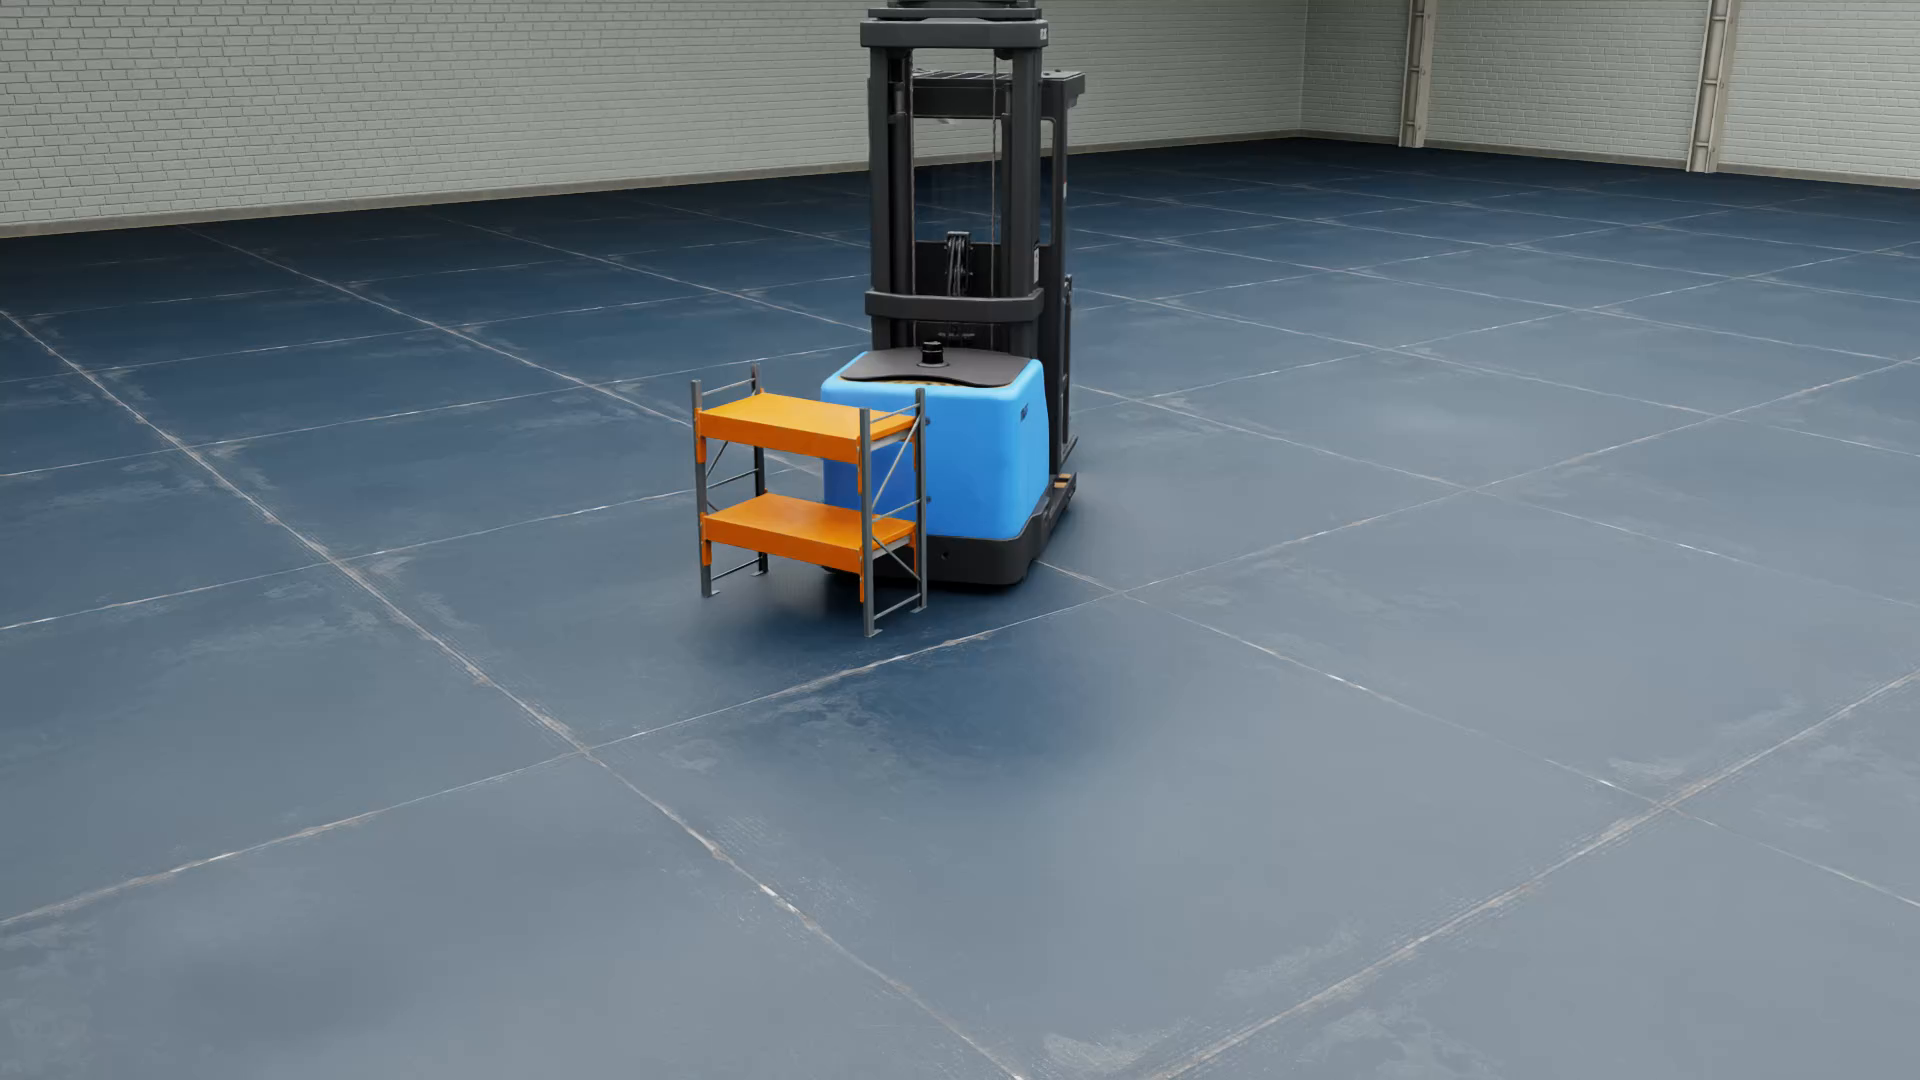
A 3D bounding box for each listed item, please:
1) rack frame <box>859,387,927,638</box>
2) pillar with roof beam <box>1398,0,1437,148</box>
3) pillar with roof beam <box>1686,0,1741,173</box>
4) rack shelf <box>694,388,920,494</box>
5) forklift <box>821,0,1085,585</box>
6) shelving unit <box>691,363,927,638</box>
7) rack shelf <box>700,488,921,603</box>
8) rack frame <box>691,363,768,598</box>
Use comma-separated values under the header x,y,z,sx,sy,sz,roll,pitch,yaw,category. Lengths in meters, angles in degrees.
x,y,z,sx,sy,sz,roll,pitch,yaw,category
-0.314,-0.132,7.973,0.032,1.125,0.500,11,21,31,rack frame
5.521,-11.185,28.826,9.100,9.000,0.400,-14,23,-36,pillar with roof beam
9.247,-9.707,24.361,9.100,9.000,0.400,-14,23,-36,pillar with roof beam
-0.742,-0.496,8.141,1.000,0.278,0.538,11,21,31,rack shelf
0.091,-1.588,9.496,1.130,2.935,3.031,4,19,11,forklift
-0.742,-0.219,8.233,1.048,1.125,0.538,11,21,31,shelving unit
-0.742,0.014,8.310,1.000,0.278,0.538,11,21,31,rack shelf
-1.170,-0.305,8.494,0.032,1.125,0.500,11,21,31,rack frame
